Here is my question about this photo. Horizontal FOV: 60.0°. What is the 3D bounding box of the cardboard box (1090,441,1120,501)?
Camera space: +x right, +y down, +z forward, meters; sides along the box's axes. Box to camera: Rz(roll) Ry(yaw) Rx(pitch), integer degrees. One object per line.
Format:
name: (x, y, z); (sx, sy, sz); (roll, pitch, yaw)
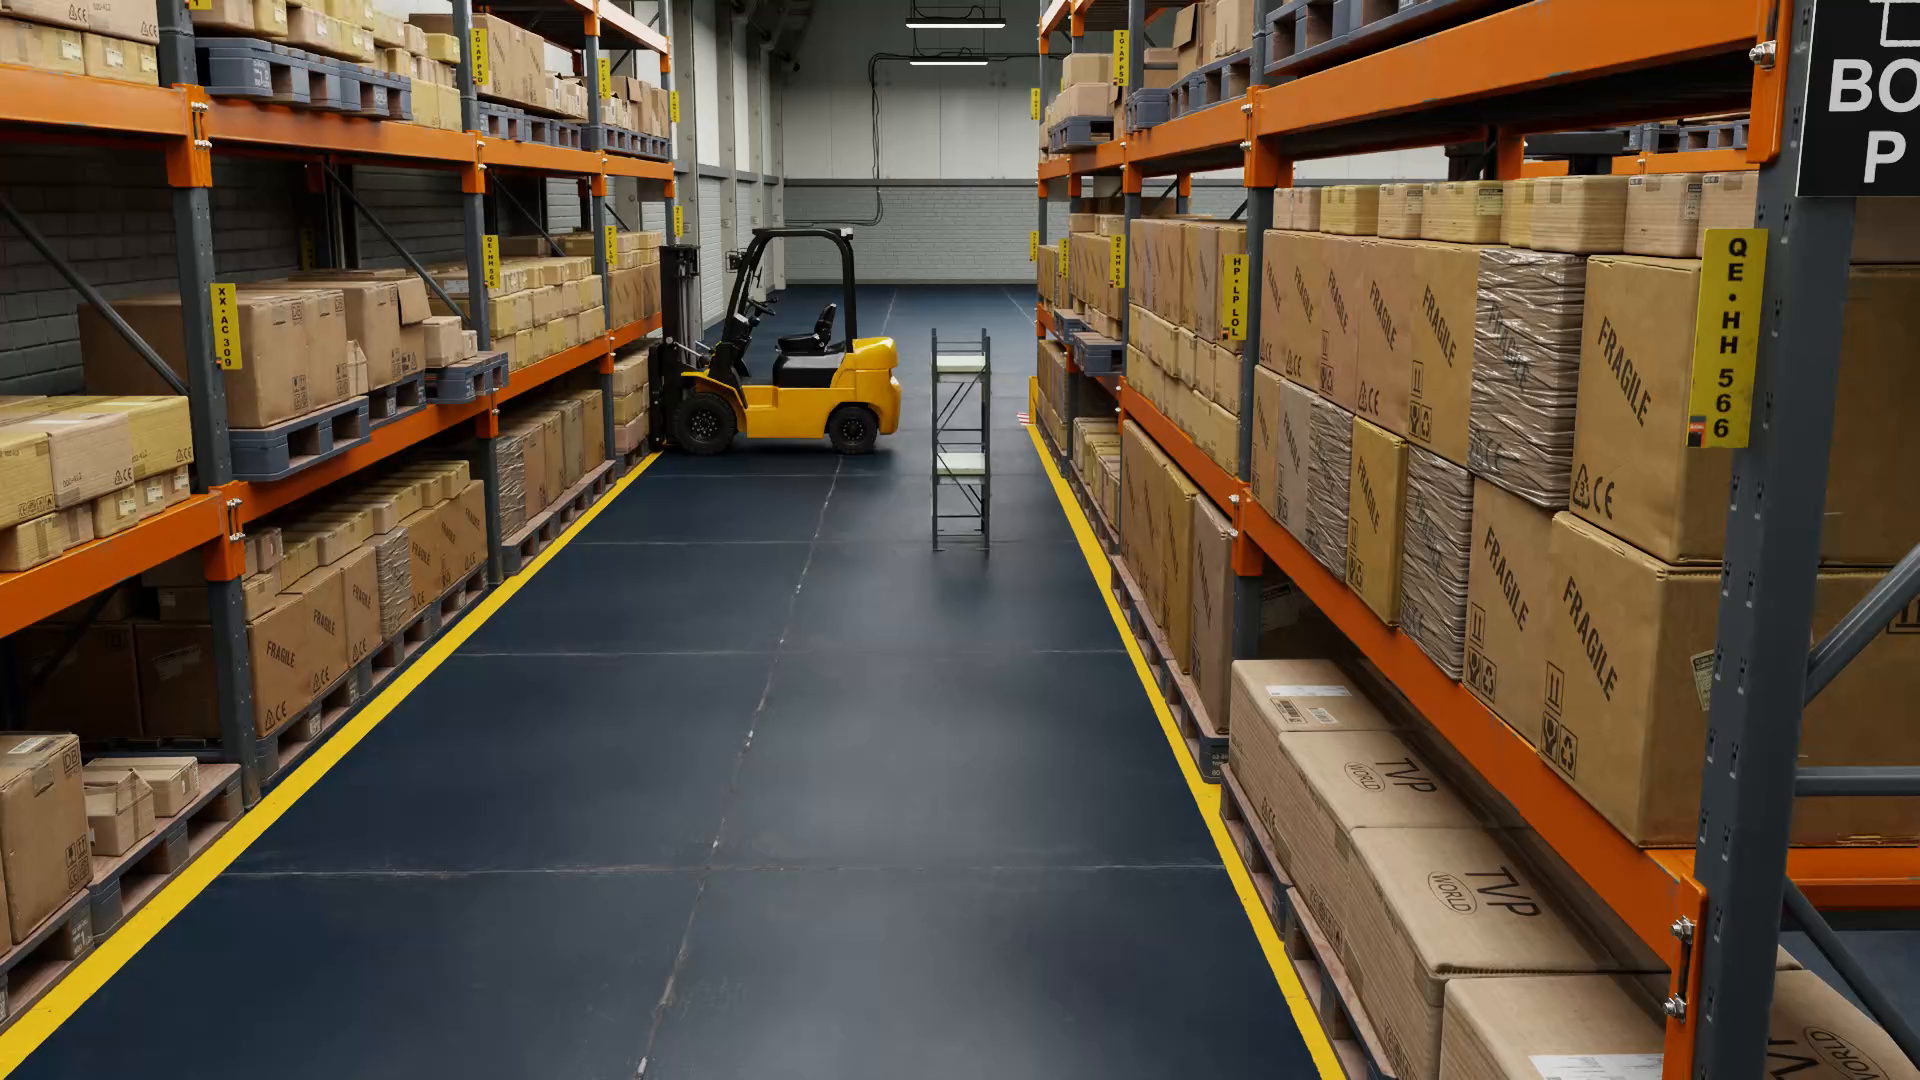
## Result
cardboard box: (1.490, -0.533, 12.695); (0.950, 0.372, 0.625); (0, 11, 1)

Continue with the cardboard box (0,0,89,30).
cardboard box: (-3.073, -1.733, 5.143); (0.500, 0.250, 0.500); (-1, 11, -3)

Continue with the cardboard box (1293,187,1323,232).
cardboard box: (1.376, -1.152, 5.797); (0.380, 0.149, 0.250); (0, 11, 0)

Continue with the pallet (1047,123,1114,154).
pallet: (1.349, -3.255, 13.488); (1.213, 0.211, 1.003); (0, 11, -1)

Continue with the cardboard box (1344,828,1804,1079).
cardboard box: (1.549, 1.122, 4.371); (0.875, 0.438, 0.875); (0, 11, 0)

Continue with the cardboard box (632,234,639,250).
cardboard box: (-3.347, -2.912, 16.237); (0.380, 0.149, 0.250); (0, 11, 0)

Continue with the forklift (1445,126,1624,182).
forklift: (3.318, -1.164, 10.423); (1.130, 2.935, 3.031); (0, 11, 1)

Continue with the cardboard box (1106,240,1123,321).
cardboard box: (1.238, -1.695, 10.814); (0.500, 0.500, 0.500); (-1, 11, -3)

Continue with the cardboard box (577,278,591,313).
cardboard box: (-3.237, -1.952, 13.256); (0.500, 0.250, 0.500); (-1, 11, -3)

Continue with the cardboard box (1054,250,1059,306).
cardboard box: (1.152, -2.488, 15.778); (0.500, 0.500, 0.500); (0, 11, 0)

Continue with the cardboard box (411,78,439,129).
cardboard box: (-3.173, -2.380, 9.078); (0.500, 0.250, 0.500); (0, 11, -1)

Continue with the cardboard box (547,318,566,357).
cardboard box: (-3.235, -1.505, 12.312); (0.500, 0.250, 0.500); (0, 11, 1)

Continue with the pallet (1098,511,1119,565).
pallet: (1.510, 0.006, 11.499); (1.003, 0.211, 1.213); (0, 11, -1)

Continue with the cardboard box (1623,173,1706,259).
cardboard box: (1.453, -0.593, 3.039); (0.380, 0.149, 0.250); (0, 11, 0)

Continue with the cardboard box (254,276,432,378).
cardboard box: (-3.219, -1.117, 8.704); (0.797, 0.503, 0.637); (-1, 11, -2)

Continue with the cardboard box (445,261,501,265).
cardboard box: (-3.764, -2.072, 12.845); (0.380, 0.149, 0.250); (0, 11, -1)

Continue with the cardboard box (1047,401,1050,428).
cardboard box: (1.127, -1.282, 16.695); (0.500, 0.250, 0.500); (1, 11, 3)

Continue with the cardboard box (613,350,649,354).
cardboard box: (-3.242, -1.730, 16.386); (0.500, 0.250, 0.500); (0, 11, -2)

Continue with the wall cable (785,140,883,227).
wall cable: (-3.848, -10.605, 49.510); (3.097, 2.526, 0.112); (0, 11, -1)

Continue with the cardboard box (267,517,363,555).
cardboard box: (-3.186, -0.019, 8.210); (0.380, 0.149, 0.250); (0, 11, 1)

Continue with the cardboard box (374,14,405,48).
cardboard box: (-3.115, -2.647, 8.644); (0.380, 0.149, 0.250); (0, 11, -2)

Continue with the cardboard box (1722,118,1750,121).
cardboard box: (6.564, -3.552, 13.550); (0.500, 0.250, 0.500); (0, 11, -1)

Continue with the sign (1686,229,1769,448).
sign: (1.147, -0.299, 2.481); (0.100, 0.325, 0.005); (0, 11, -1)

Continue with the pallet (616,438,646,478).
pallet: (-3.495, -0.771, 15.328); (1.003, 0.211, 1.213); (0, 11, -1)

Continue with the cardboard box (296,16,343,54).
cardboard box: (-2.987, -2.255, 7.409); (0.380, 0.149, 0.250); (0, 11, -2)

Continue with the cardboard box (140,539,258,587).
cardboard box: (-3.157, 0.094, 6.901); (0.380, 0.149, 0.250); (0, 11, -2)

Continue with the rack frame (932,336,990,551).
rack frame: (0.007, -0.664, 11.558); (0.400, 1.500, 0.023); (0, 11, -1)

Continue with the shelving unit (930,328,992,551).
shelving unit: (0.000, -0.736, 11.917); (0.431, 1.500, 0.755); (0, 11, -1)

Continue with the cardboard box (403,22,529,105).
cardboard box: (-3.319, -3.203, 11.199); (0.700, 0.500, 0.500); (0, 11, -2)

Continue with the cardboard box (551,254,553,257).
cardboard box: (-3.824, -2.459, 14.751); (0.380, 0.149, 0.250); (-1, 11, -3)

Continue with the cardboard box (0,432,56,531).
cardboard box: (-3.078, -0.162, 4.944); (0.500, 0.250, 0.500); (0, 11, -2)

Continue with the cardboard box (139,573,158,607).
cardboard box: (-3.662, 0.188, 7.187); (0.380, 0.149, 0.250); (0, 11, -1)

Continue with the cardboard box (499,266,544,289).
cardboard box: (-3.187, -1.872, 11.860); (0.380, 0.149, 0.250); (0, 11, 0)

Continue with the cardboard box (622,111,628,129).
cardboard box: (-3.242, -3.824, 15.145); (0.380, 0.149, 0.250); (0, 11, 1)

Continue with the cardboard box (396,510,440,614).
cardboard box: (-3.201, 0.122, 9.145); (0.500, 0.500, 0.500); (0, 11, 1)

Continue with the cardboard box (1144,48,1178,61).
cardboard box: (1.625, -3.530, 12.436); (0.500, 0.250, 0.500); (0, 11, 0)

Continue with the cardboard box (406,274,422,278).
cardboard box: (-3.647, -1.615, 10.592); (0.380, 0.149, 0.250); (0, 11, 1)

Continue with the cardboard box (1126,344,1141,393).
cardboard box: (1.284, -1.033, 9.986); (0.500, 0.250, 0.500); (0, 11, -2)

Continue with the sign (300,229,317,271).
sign: (-3.992, -1.749, 10.222); (0.100, 0.325, 0.005); (0, 11, -1)

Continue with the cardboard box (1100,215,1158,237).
cardboard box: (1.209, -2.248, 11.907); (0.380, 0.149, 0.250); (-1, 11, -4)

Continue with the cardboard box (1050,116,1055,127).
cardboard box: (1.131, -3.932, 15.982); (0.500, 0.250, 0.500); (0, 11, 0)

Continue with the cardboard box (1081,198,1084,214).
cardboard box: (1.591, -3.279, 17.163); (0.700, 0.500, 0.500); (0, 11, -1)

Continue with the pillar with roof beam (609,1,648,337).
pillar with roof beam: (-0.310, -6.783, 22.859); (9.100, 9.000, 0.400); (0, 11, -1)

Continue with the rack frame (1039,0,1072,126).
rack frame: (1.360, -5.736, 17.698); (1.000, 3.000, 0.127); (0, 11, -1)

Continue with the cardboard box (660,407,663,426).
cardboard box: (-3.242, -1.239, 16.482); (0.500, 0.250, 0.500); (0, 11, 1)

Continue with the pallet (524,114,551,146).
pallet: (-3.567, -2.918, 11.831); (1.003, 0.211, 1.213); (0, 11, 1)

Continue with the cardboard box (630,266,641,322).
cardboard box: (-3.307, -2.322, 15.707); (0.500, 0.500, 0.500); (0, 11, -2)

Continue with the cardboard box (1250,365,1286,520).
cardboard box: (1.355, -0.365, 6.061); (0.500, 0.500, 0.500); (0, 11, 1)

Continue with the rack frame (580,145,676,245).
rack frame: (-3.603, -2.774, 18.190); (1.000, 3.000, 0.127); (0, 11, -1)

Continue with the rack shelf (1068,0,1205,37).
rack shelf: (1.484, -3.994, 11.930); (1.077, 0.370, 4.000); (0, 11, -1)

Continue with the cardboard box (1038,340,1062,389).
cardboard box: (1.101, -1.855, 17.632); (0.500, 0.500, 0.500); (-1, 11, -3)

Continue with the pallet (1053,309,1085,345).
pallet: (1.313, -1.754, 13.642); (1.003, 0.211, 1.213); (0, 11, -1)

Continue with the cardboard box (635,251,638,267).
cardboard box: (-3.262, -2.665, 15.769); (0.380, 0.149, 0.250); (-1, 11, -3)

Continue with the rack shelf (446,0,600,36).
rack shelf: (-3.479, -3.973, 11.826); (1.077, 0.370, 4.000); (0, 11, -1)

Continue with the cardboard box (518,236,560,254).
cardboard box: (-3.812, -2.657, 14.979); (0.380, 0.149, 0.250); (0, 11, -2)

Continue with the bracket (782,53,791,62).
bracket: (-4.746, -13.219, 45.531); (0.235, 0.232, 0.430); (0, 11, -1)
